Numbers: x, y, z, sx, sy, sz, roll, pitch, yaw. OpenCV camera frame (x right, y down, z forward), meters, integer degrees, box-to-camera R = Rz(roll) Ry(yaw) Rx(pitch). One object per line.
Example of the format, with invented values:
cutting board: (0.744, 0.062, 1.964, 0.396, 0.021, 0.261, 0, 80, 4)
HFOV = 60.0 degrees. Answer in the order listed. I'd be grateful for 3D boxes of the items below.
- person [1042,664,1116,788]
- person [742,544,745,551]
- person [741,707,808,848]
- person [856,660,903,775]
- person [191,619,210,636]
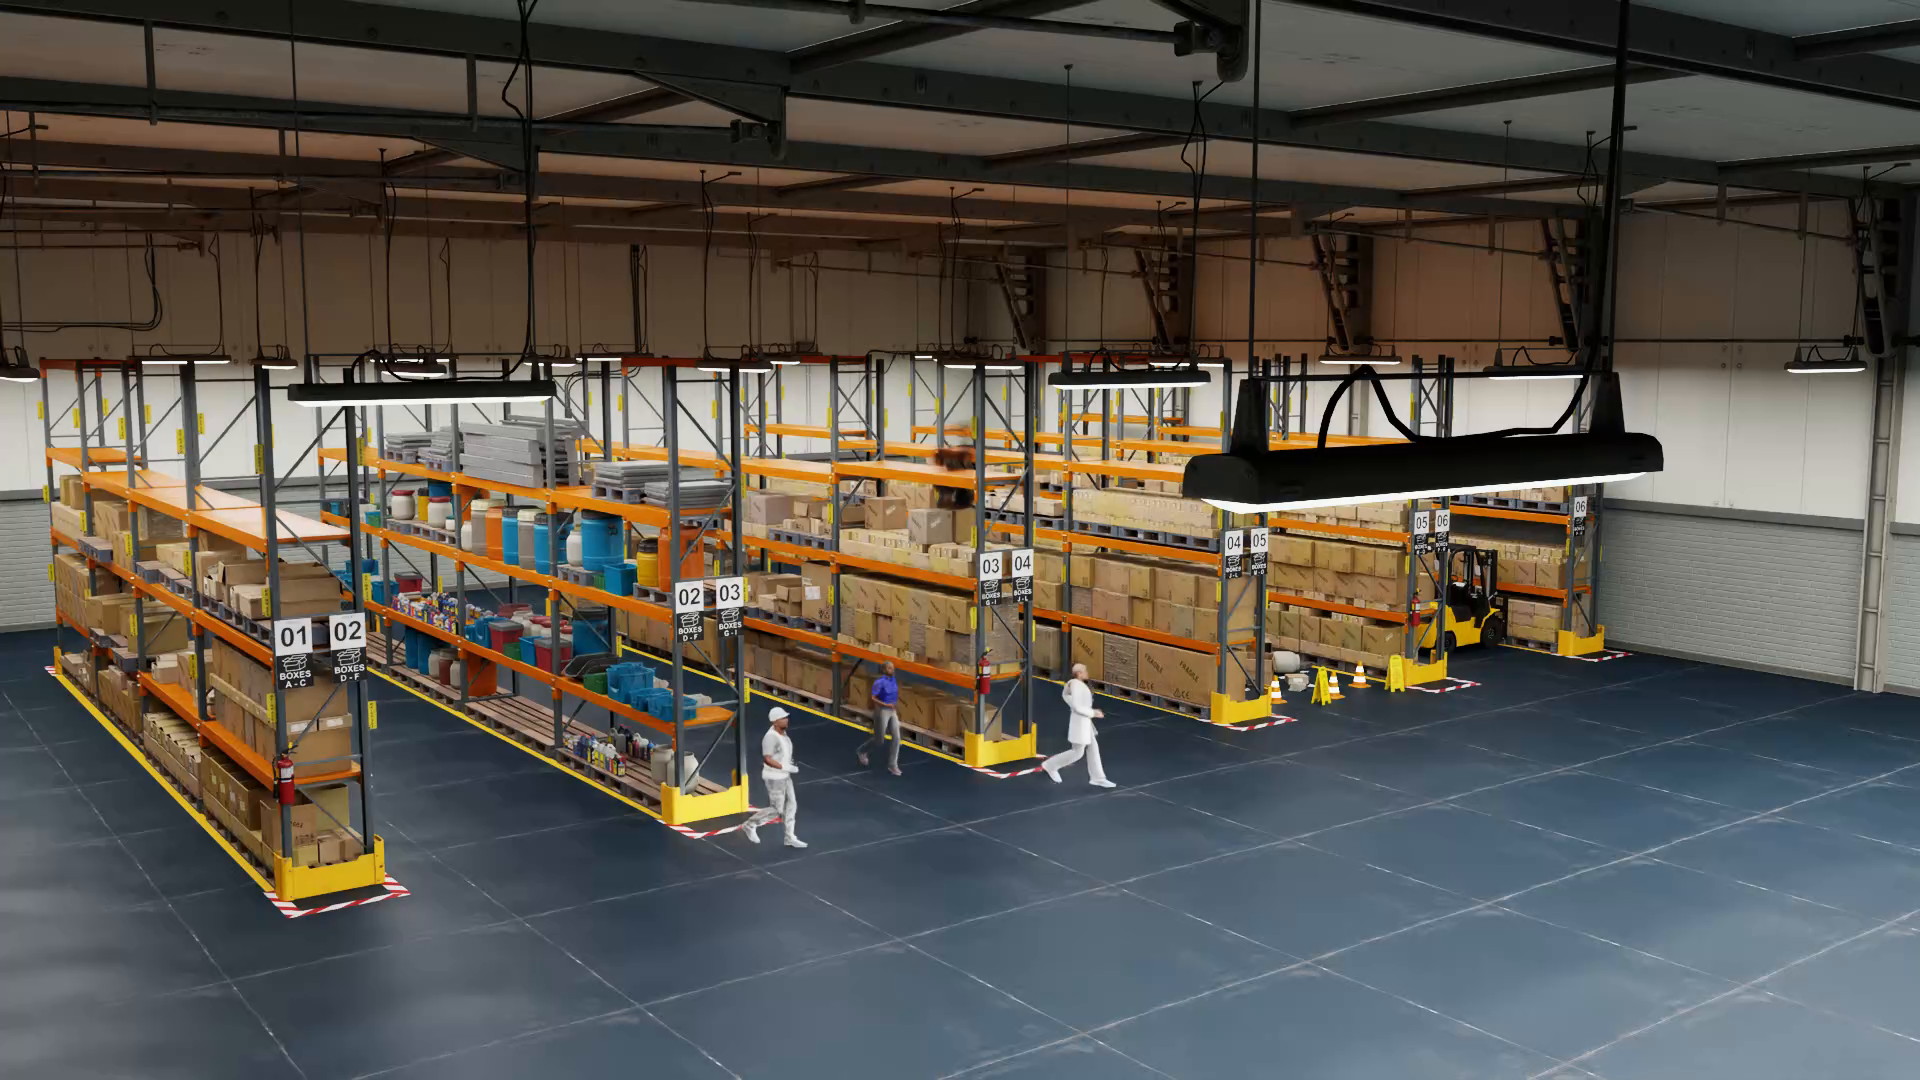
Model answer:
person: (1.688, 2.629, 23.549, 1.050, 1.775, 0.740, 1, 7, 5)
person: (-5.449, 0.468, 41.739, 0.598, 1.697, 0.745, -3, 8, -25)
person: (-2.317, 2.965, 20.781, 0.824, 1.785, 0.708, 1, 7, 8)
person: (-1.131, 2.631, 24.518, 0.820, 1.586, 0.591, 6, 9, 40)
person: (-14.817, 1.616, 32.447, 0.705, 1.751, 0.611, 5, 9, 37)
